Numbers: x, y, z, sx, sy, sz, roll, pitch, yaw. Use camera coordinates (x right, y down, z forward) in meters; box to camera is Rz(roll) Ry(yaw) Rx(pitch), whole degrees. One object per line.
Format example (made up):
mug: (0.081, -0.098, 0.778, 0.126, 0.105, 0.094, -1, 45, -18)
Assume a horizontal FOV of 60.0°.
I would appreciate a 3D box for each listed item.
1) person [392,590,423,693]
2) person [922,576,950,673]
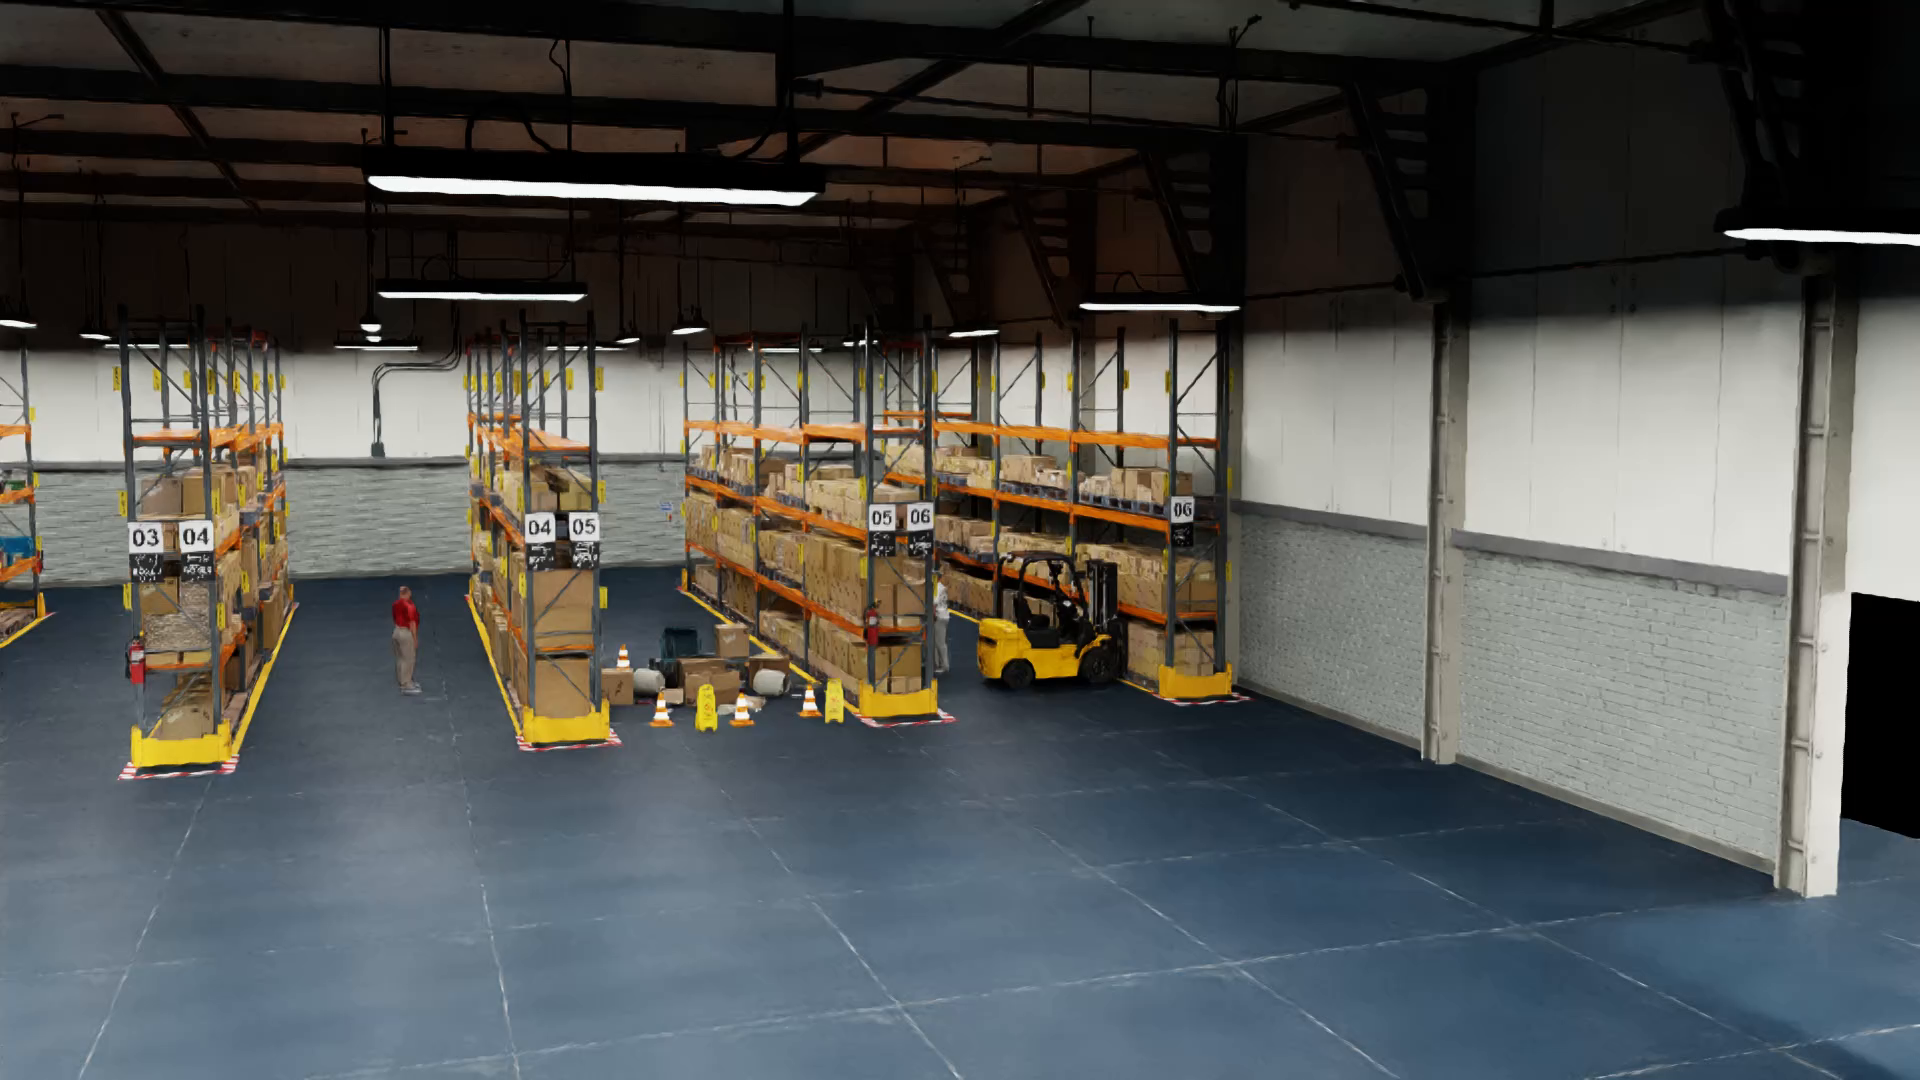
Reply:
person: (-8.906, 1.619, 26.902, 0.555, 1.654, 0.451, 5, 7, 40)
person: (-0.433, 1.397, 28.825, 0.586, 1.723, 0.654, 1, 6, 13)
